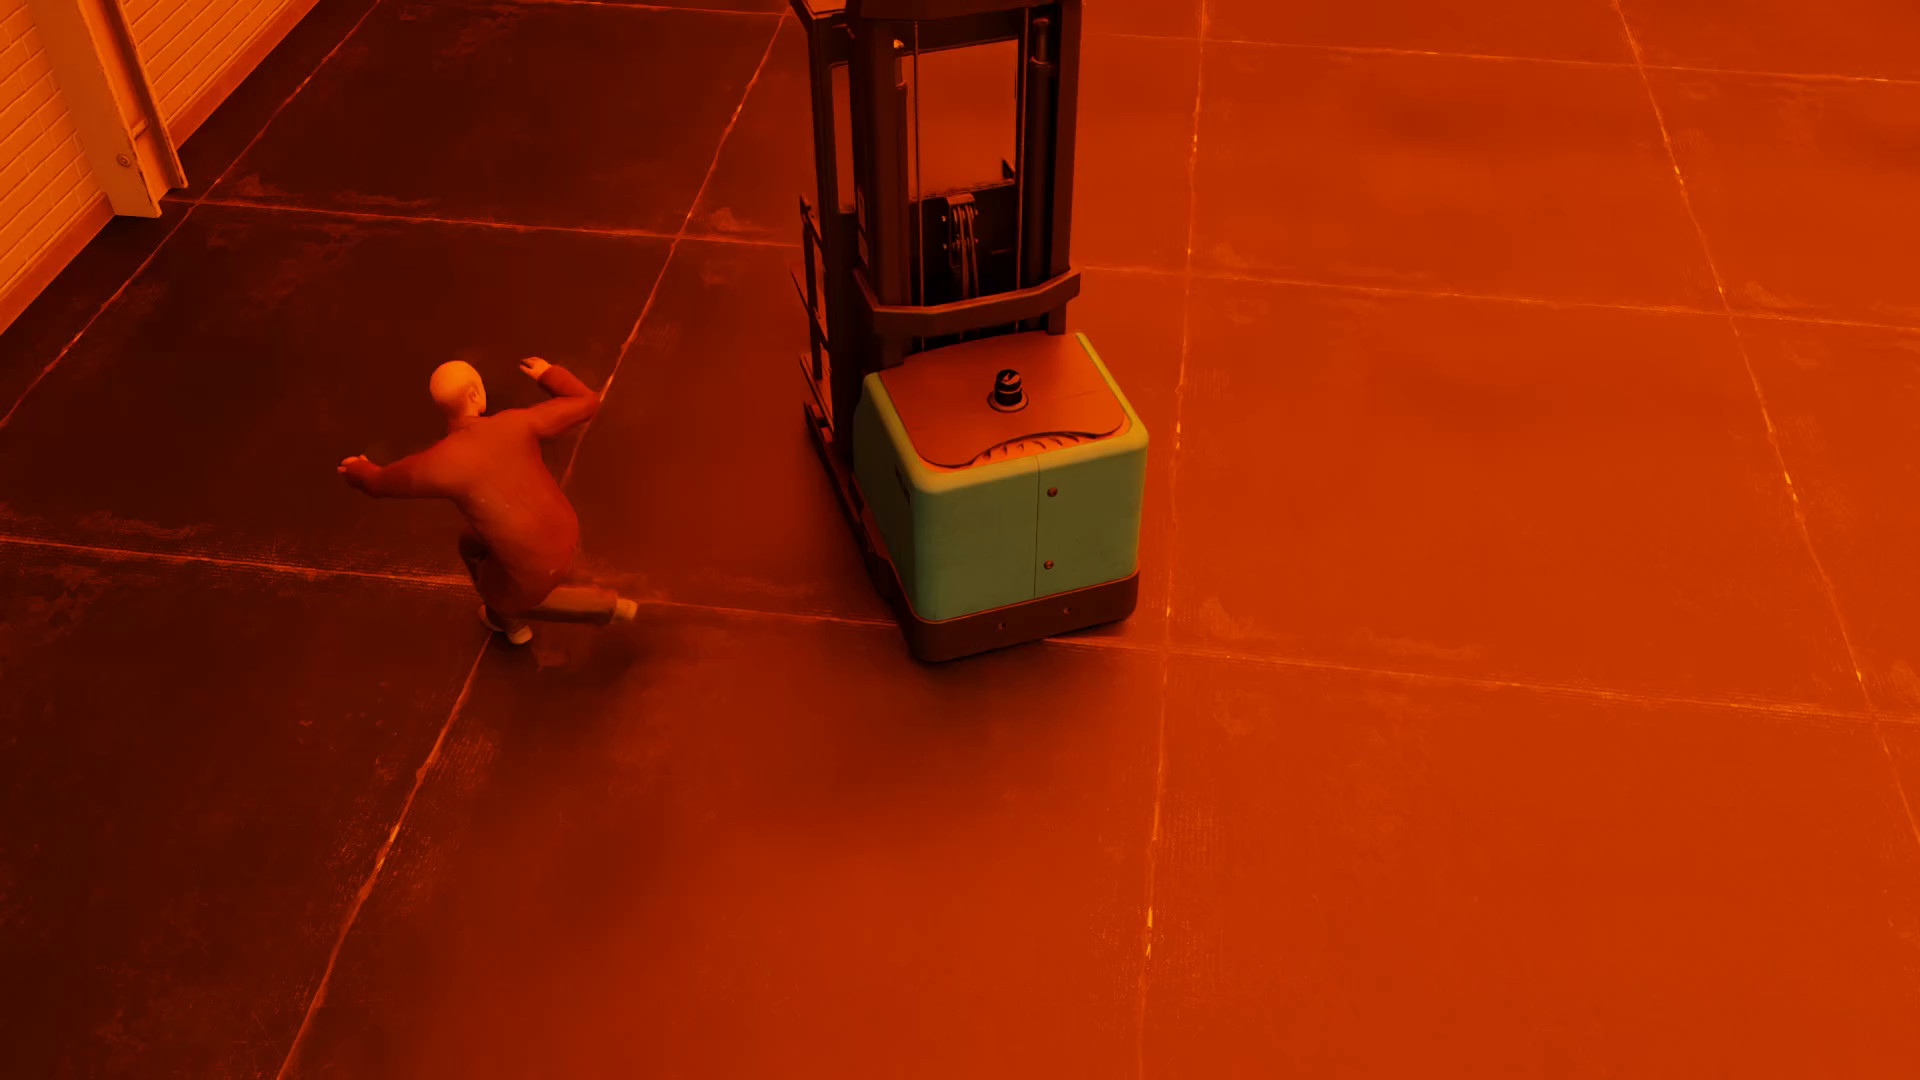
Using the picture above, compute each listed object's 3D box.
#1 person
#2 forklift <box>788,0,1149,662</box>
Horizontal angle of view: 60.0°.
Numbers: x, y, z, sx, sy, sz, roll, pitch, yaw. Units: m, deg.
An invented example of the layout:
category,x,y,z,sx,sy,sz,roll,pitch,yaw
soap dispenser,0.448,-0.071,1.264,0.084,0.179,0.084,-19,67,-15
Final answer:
category,x,y,z,sx,sy,sz,roll,pitch,yaw
person,-1.960,-0.186,7.002,1.185,1.517,0.875,17,45,18
forklift,-0.151,-1.562,7.425,1.130,2.935,3.031,-13,44,-13
